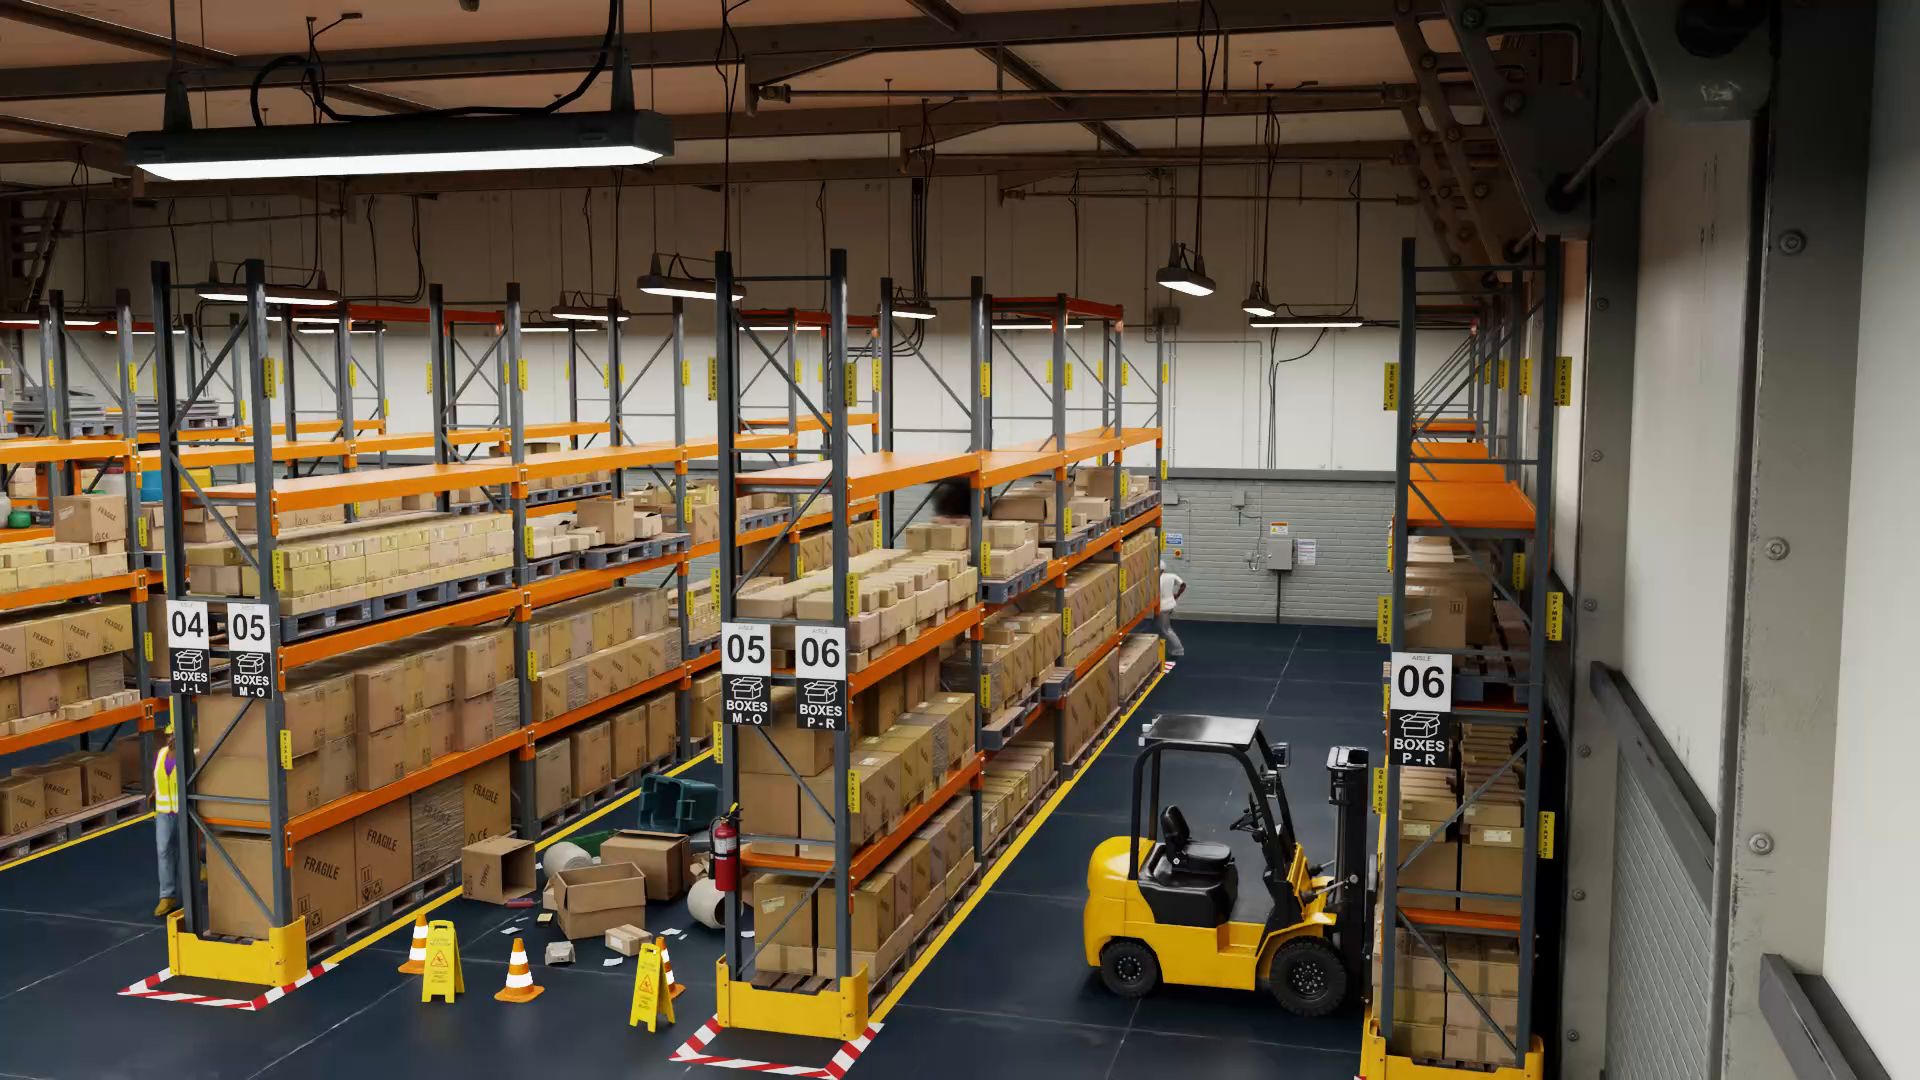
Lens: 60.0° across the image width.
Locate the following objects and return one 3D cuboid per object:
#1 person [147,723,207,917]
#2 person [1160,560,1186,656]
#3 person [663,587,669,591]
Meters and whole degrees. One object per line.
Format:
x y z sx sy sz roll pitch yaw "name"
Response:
-7.472 2.601 15.949 0.700 1.773 0.971 0 6 1 "person"
3.585 1.219 29.234 0.660 1.764 0.705 6 8 43 "person"
-4.617 1.583 25.956 0.675 1.691 0.621 2 6 21 "person"
